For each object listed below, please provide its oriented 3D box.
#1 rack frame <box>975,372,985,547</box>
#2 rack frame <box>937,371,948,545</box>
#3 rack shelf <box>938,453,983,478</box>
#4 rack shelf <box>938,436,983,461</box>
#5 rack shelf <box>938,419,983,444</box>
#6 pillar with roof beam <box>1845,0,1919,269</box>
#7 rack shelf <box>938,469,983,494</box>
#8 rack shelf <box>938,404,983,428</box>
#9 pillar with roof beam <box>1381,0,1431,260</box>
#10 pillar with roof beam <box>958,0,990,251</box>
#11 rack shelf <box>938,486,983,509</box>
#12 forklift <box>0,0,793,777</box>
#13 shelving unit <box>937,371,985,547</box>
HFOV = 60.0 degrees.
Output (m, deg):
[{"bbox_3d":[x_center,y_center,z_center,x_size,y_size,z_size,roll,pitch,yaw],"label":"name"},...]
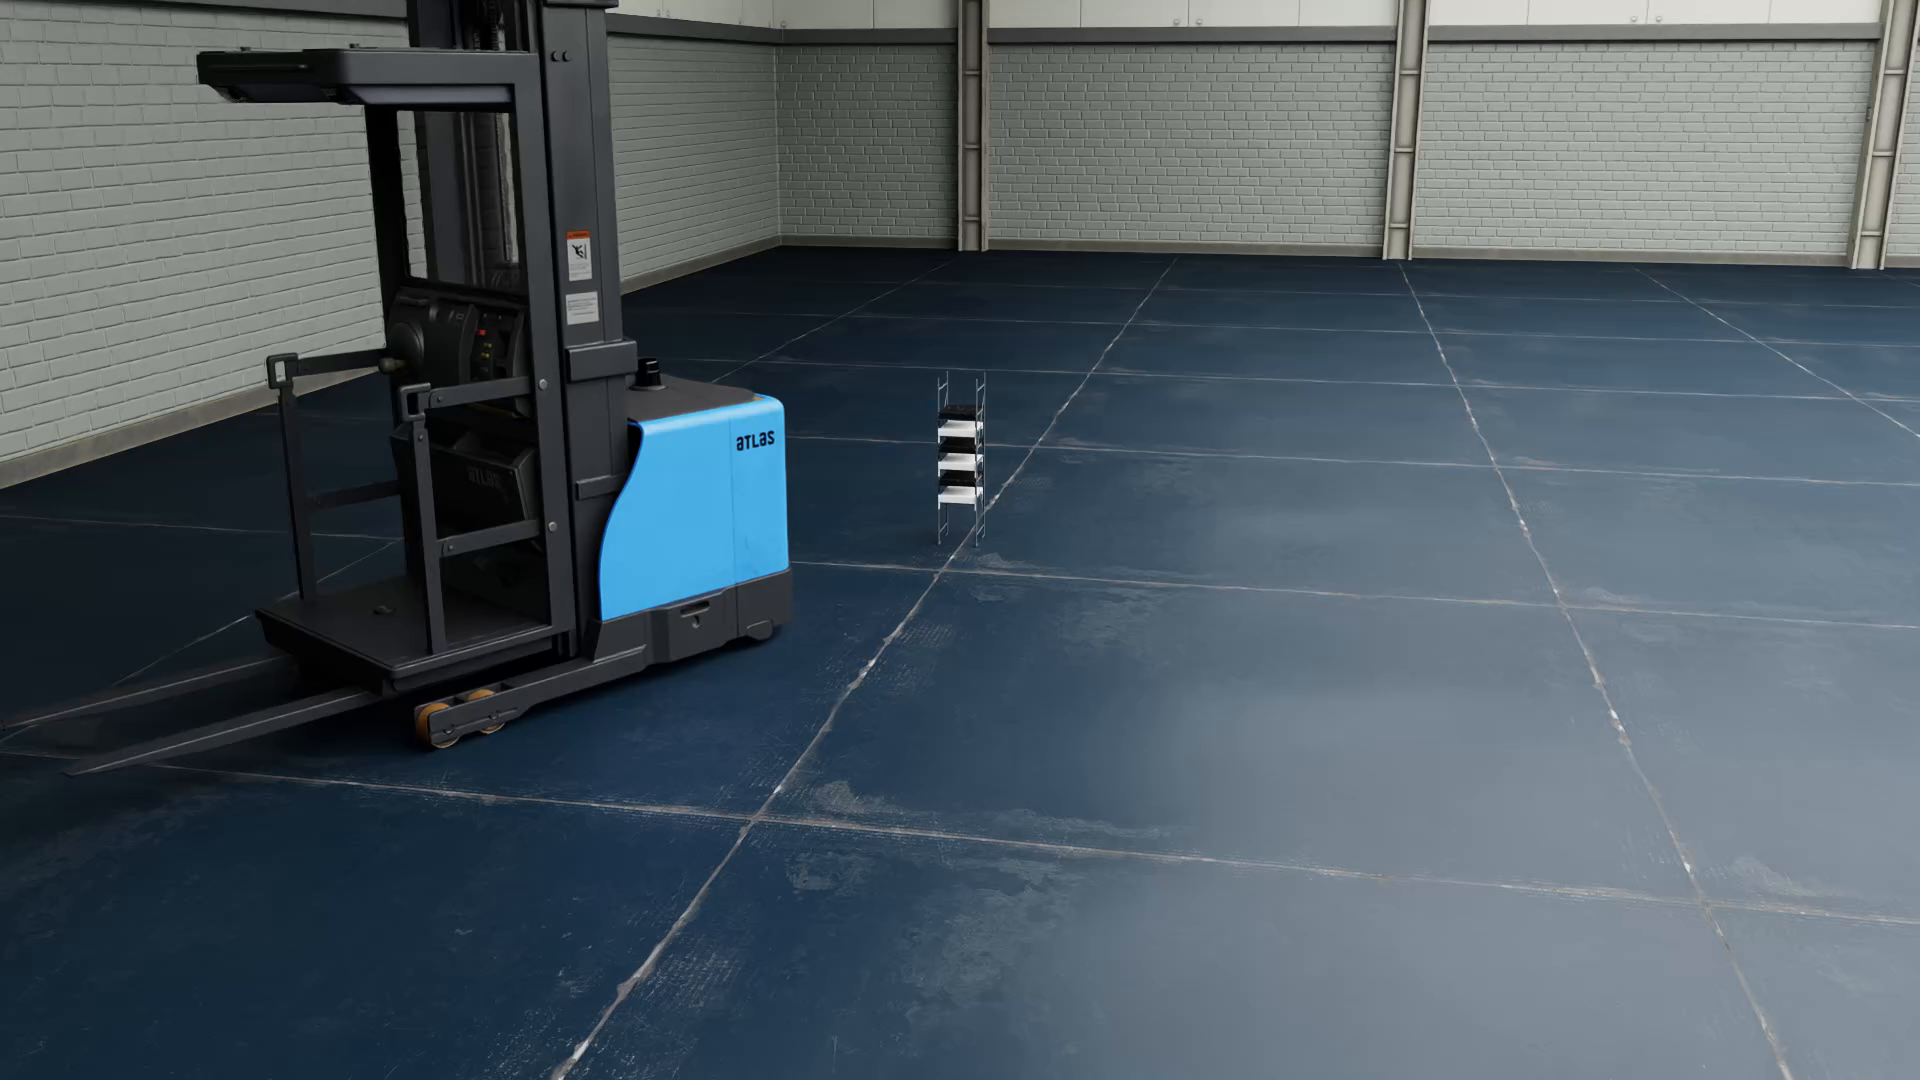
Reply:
[{"bbox_3d":[0.108,-0.428,8.851,0.006,0.900,0.240,3,16,11],"label":"rack frame"},{"bbox_3d":[-0.092,-0.439,8.890,0.006,0.900,0.240,3,16,11],"label":"rack frame"},{"bbox_3d":[0.008,-0.401,8.879,0.200,0.077,0.258,3,16,11],"label":"rack shelf"},{"bbox_3d":[0.008,-0.488,8.855,0.200,0.077,0.258,3,16,11],"label":"rack shelf"},{"bbox_3d":[0.008,-0.575,8.831,0.200,0.077,0.258,3,16,11],"label":"rack shelf"},{"bbox_3d":[11.096,-6.810,16.720,0.400,9.000,9.100,3,16,11],"label":"pillar with roof beam"},{"bbox_3d":[0.008,-0.314,8.903,0.200,0.077,0.258,3,16,11],"label":"rack shelf"},{"bbox_3d":[0.008,-0.661,8.807,0.200,0.077,0.258,3,16,11],"label":"rack shelf"},{"bbox_3d":[5.216,-7.129,17.872,0.400,9.000,9.100,3,16,11],"label":"pillar with roof beam"},{"bbox_3d":[-0.663,-7.448,19.024,0.400,9.000,9.100,3,16,11],"label":"pillar with roof beam"},{"bbox_3d":[0.008,-0.228,8.927,0.200,0.077,0.258,3,16,11],"label":"rack shelf"},{"bbox_3d":[-2.114,-0.790,6.354,1.130,2.935,3.031,14,21,41],"label":"forklift"},{"bbox_3d":[0.008,-0.433,8.870,0.210,0.900,0.258,3,16,11],"label":"shelving unit"}]
